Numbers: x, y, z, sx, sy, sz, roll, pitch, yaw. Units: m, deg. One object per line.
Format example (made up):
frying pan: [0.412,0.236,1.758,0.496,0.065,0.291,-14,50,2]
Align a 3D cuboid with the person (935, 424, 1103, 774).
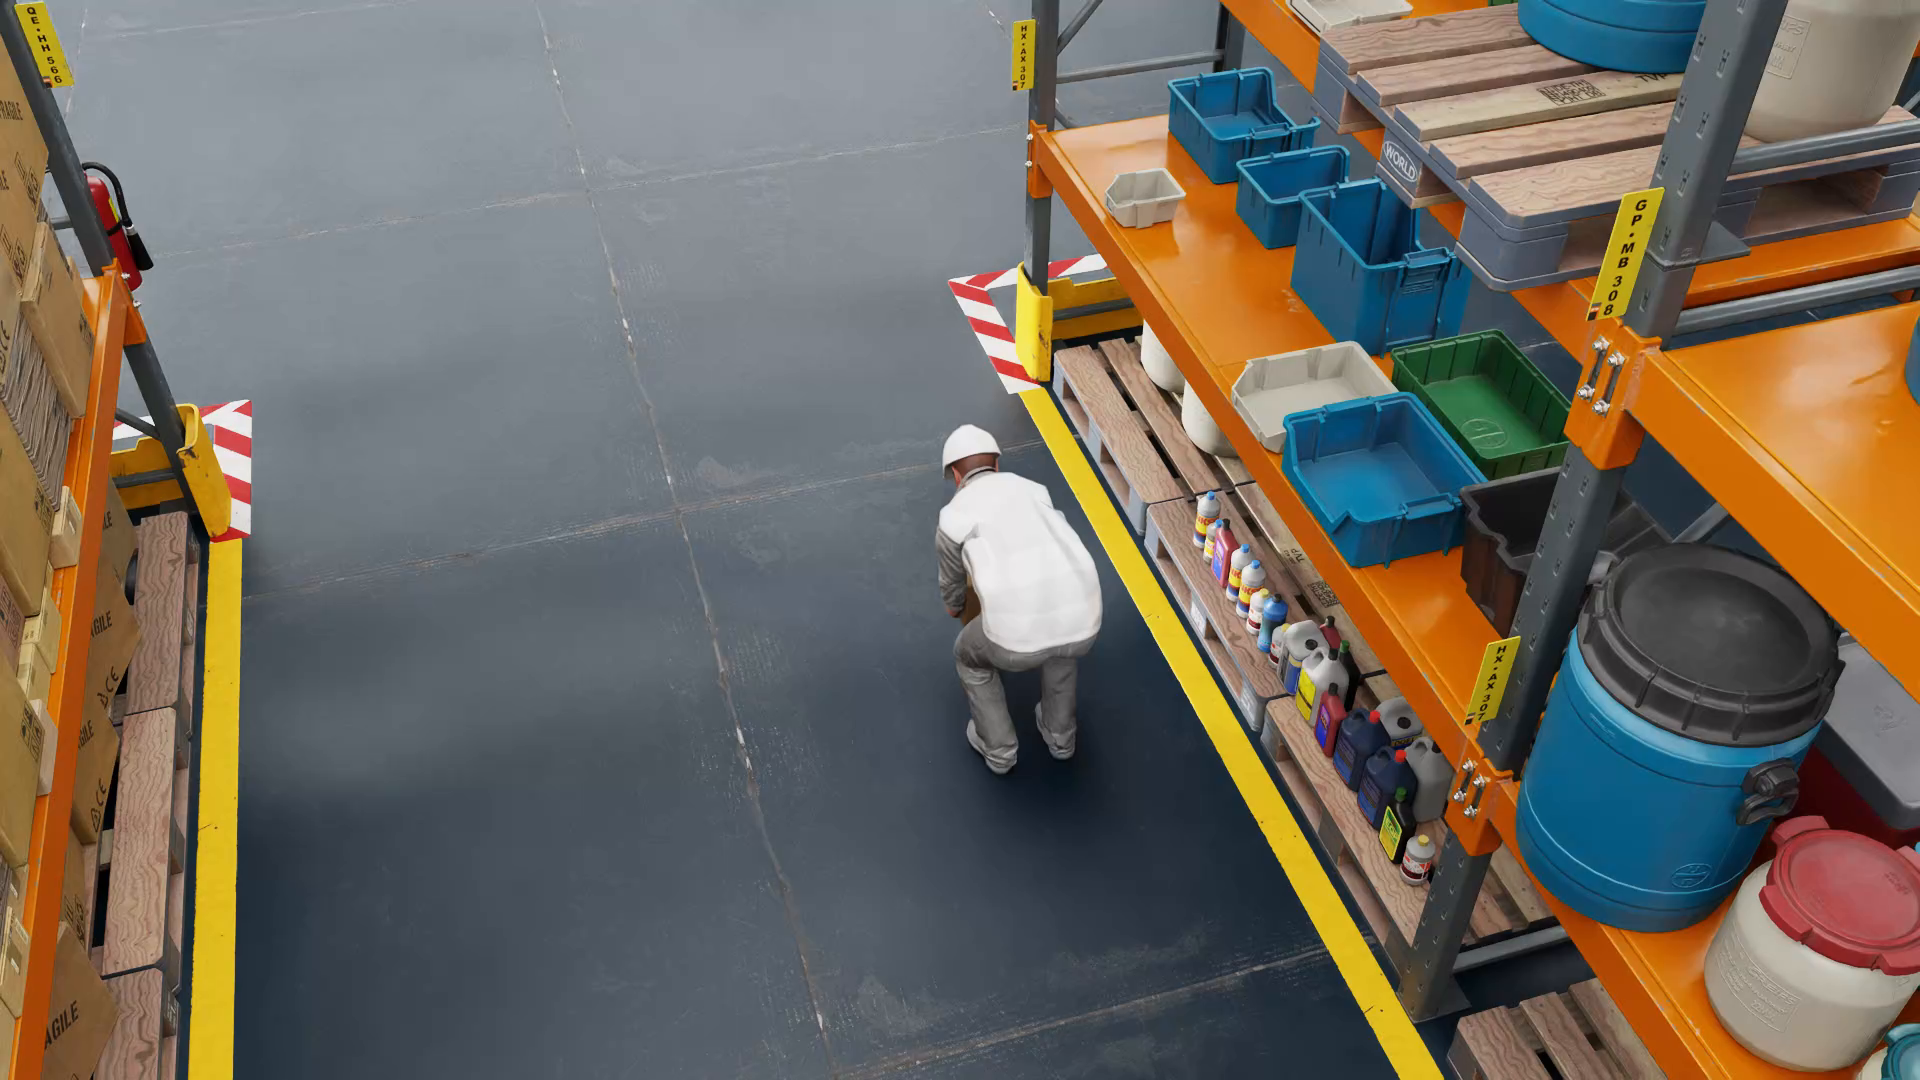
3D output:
person: [0.177,0.251,6.341,0.496,1.132,0.992,-14,44,-15]
